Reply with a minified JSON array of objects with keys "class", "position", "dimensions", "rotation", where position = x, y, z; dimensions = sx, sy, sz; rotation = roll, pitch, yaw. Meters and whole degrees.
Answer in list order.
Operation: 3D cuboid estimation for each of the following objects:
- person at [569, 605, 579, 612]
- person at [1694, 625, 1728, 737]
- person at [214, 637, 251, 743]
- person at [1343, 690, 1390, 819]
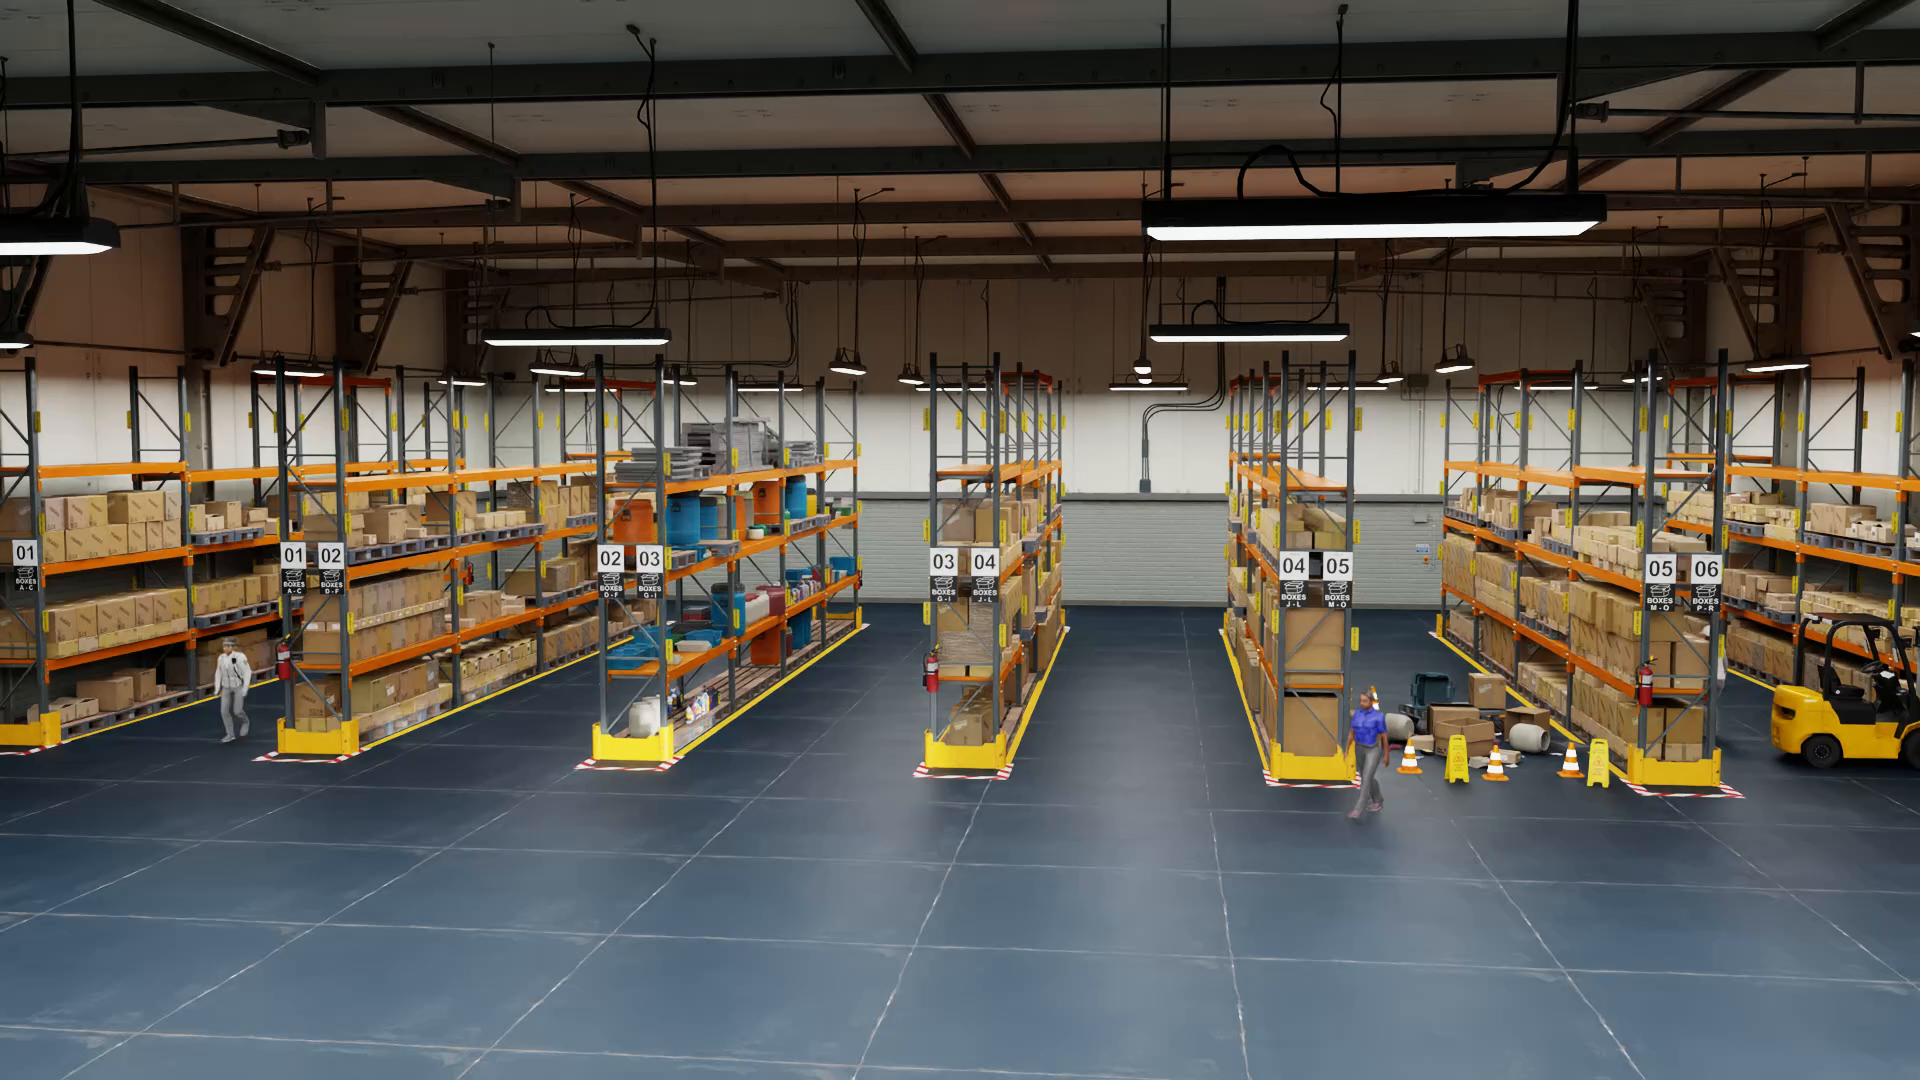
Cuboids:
[{"class":"person","position":[-9.627,1.212,41.051],"dimensions":[0.529,1.768,0.596],"rotation":[-4,6,-44]},{"class":"person","position":[12.028,2.255,26.593],"dimensions":[0.600,1.751,0.634],"rotation":[-1,4,-16]},{"class":"person","position":[-11.447,2.334,26.232],"dimensions":[0.583,1.657,0.530],"rotation":[0,4,6]},{"class":"person","position":[5.107,2.694,21.049],"dimensions":[1.019,1.601,0.474],"rotation":[-3,5,-39]}]
